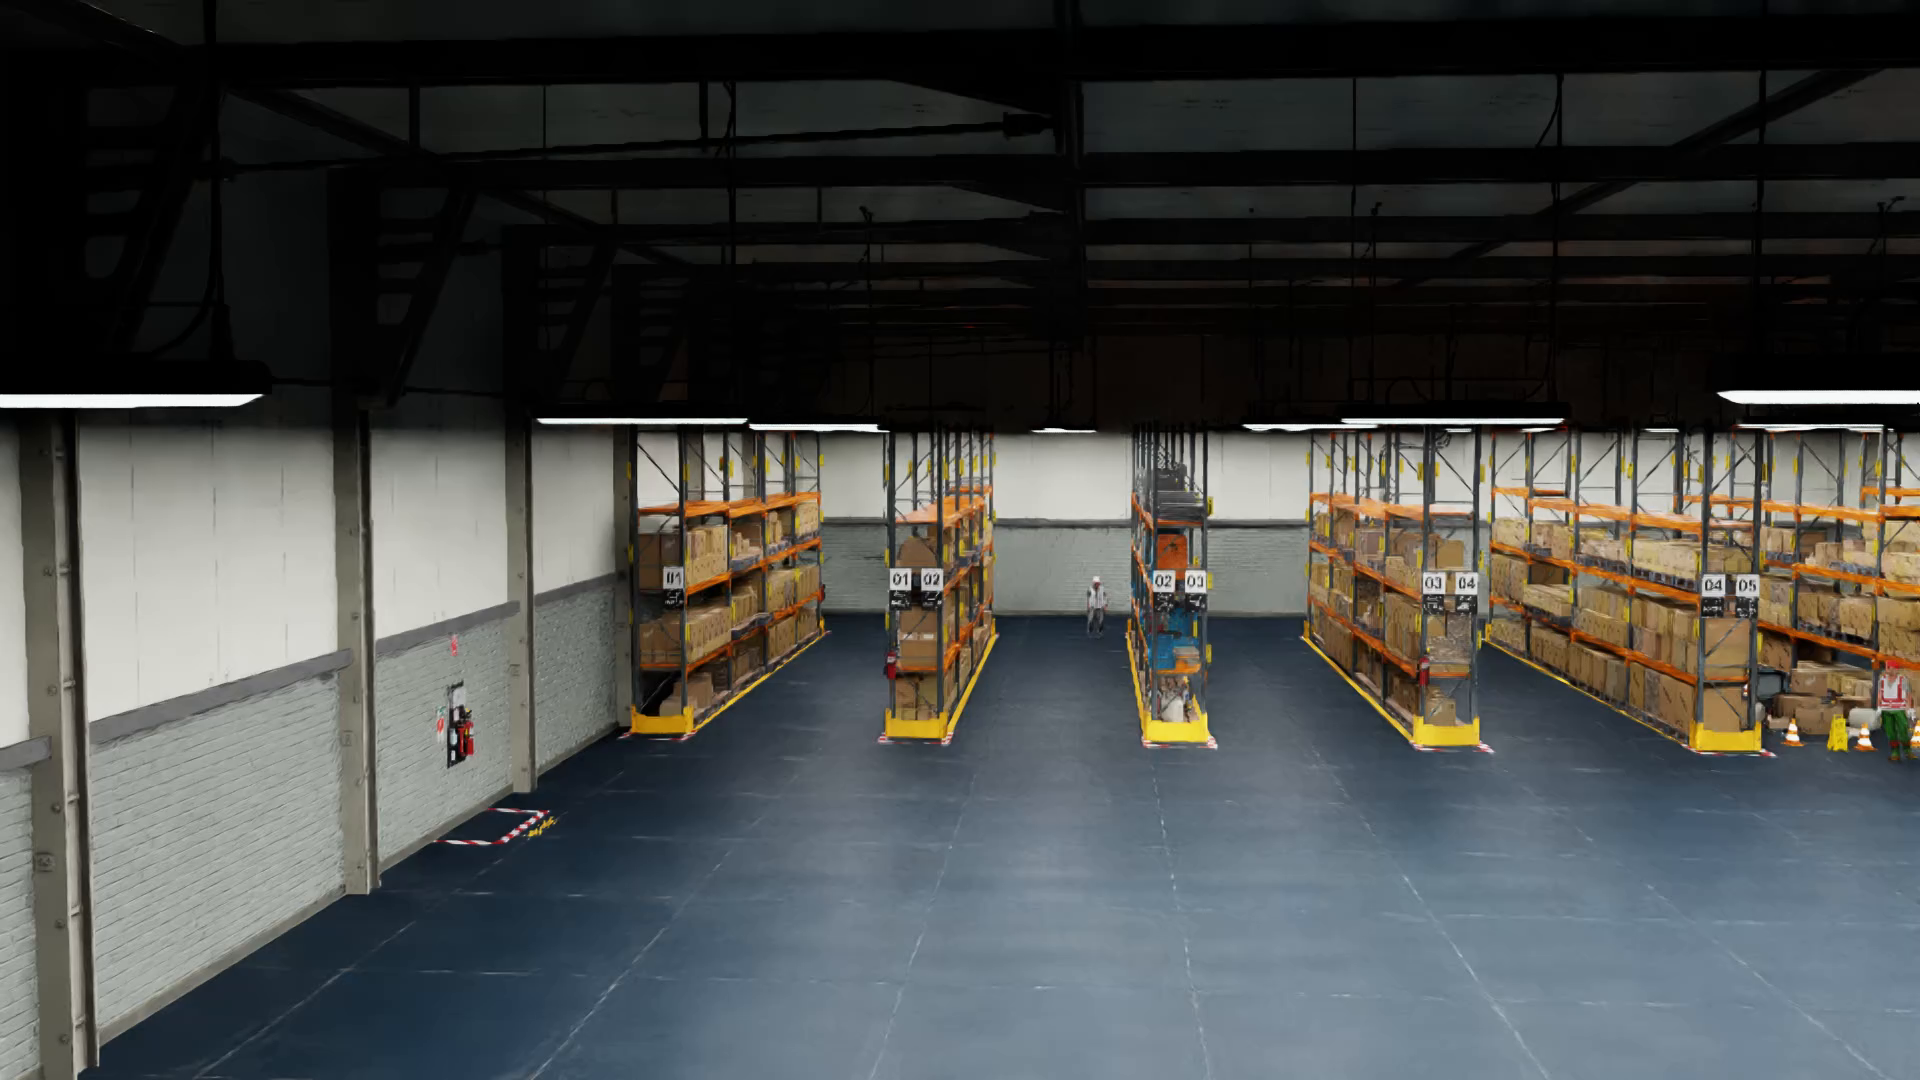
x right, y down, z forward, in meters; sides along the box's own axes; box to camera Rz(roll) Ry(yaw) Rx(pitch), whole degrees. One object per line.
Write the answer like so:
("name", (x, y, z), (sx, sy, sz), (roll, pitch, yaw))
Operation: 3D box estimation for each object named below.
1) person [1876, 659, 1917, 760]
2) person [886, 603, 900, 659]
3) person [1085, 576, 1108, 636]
("person", (16.463, 2.985, 29.200), (0.446, 1.775, 0.656), (-3, 5, -42))
("person", (-1.623, 2.179, 42.280), (0.553, 1.709, 1.123), (0, 4, 7))
("person", (3.876, 1.881, 47.234), (0.677, 1.725, 0.574), (0, 4, 5))
